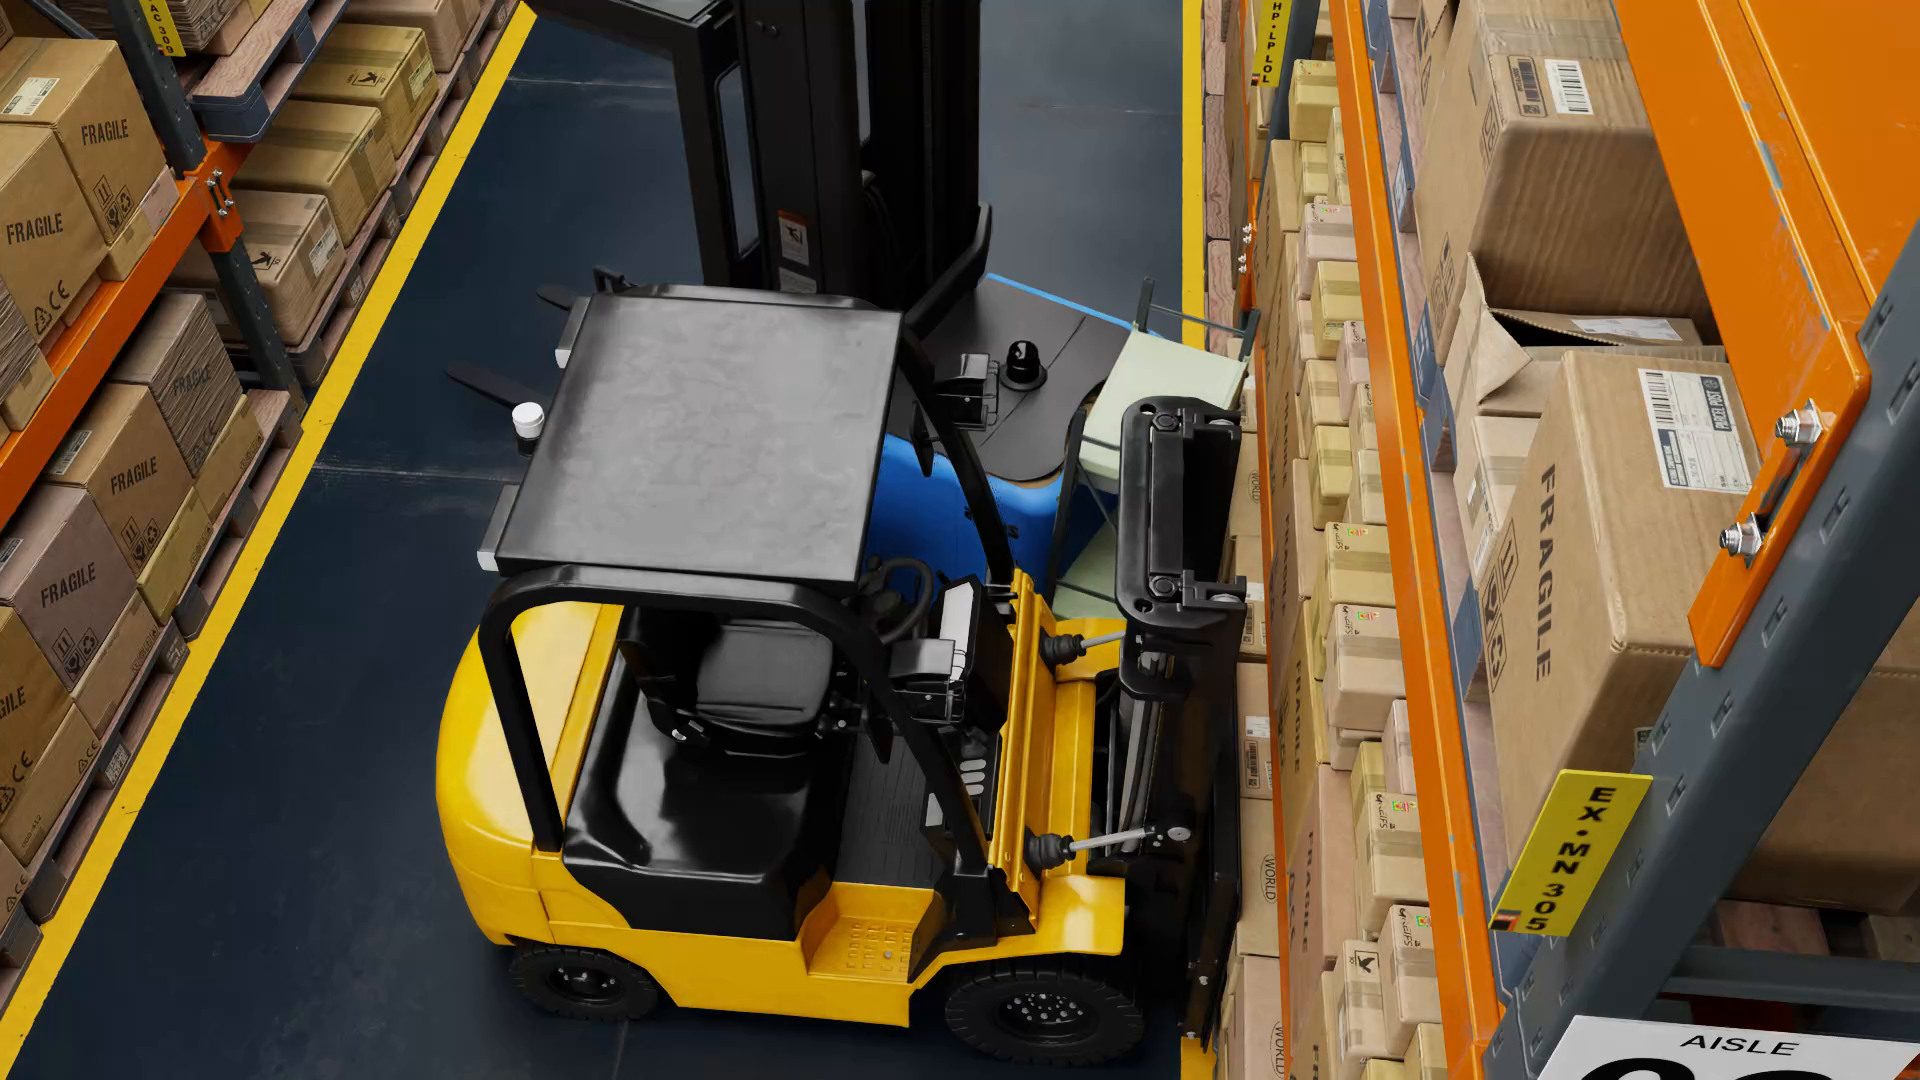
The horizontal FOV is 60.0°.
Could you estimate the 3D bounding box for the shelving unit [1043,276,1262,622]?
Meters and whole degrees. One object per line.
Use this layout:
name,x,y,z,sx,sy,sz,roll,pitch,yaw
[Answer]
shelving unit,0.604,-0.044,5.743,0.431,1.500,0.755,18,46,11

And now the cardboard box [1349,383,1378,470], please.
cardboard box,1.209,-0.258,4.270,0.380,0.149,0.250,4,48,4

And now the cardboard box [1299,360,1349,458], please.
cardboard box,1.141,-0.353,4.559,0.380,0.149,0.250,2,48,2

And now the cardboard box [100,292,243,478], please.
cardboard box,-3.153,-0.601,6.363,0.500,0.500,0.500,3,48,3

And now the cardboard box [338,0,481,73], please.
cardboard box,-3.122,-2.824,8.822,0.950,0.372,0.625,3,48,3

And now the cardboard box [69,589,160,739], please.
cardboard box,-3.242,0.417,5.940,0.500,0.250,0.500,5,48,4

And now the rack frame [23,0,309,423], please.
rack frame,-3.366,-1.587,6.194,1.000,3.000,0.127,4,48,4

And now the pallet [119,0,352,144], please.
pallet,-3.152,-2.074,6.770,1.003,0.211,1.213,4,48,4

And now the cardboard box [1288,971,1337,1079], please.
cardboard box,0.996,1.271,3.513,0.500,0.500,0.500,3,48,3

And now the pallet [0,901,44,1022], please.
pallet,-3.615,1.643,5.130,1.003,0.211,1.213,4,48,4

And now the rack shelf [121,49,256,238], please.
rack shelf,-3.184,-2.814,7.804,1.077,0.370,4.000,4,48,4

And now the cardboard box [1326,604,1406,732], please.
cardboard box,1.034,0.299,3.761,0.380,0.149,0.250,5,48,4

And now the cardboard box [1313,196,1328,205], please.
cardboard box,1.268,-0.908,5.066,0.380,0.149,0.250,4,48,3

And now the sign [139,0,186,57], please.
sign,-2.825,-1.848,5.847,0.100,0.325,0.005,4,48,4

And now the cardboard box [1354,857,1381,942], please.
cardboard box,1.043,0.781,3.521,0.380,0.149,0.250,5,48,4

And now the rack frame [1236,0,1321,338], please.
rack frame,1.577,-1.256,5.892,1.000,3.000,0.127,4,48,4

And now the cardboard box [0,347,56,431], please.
cardboard box,-3.181,-0.498,5.369,0.380,0.149,0.250,3,48,3

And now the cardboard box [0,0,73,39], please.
cardboard box,-3.553,-2.217,6.217,0.500,0.500,0.500,3,48,3

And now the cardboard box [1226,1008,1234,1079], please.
cardboard box,1.002,1.555,4.561,0.500,0.250,0.500,3,48,3

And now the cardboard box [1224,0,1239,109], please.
cardboard box,1.819,-2.597,8.443,0.875,0.625,0.625,5,48,5

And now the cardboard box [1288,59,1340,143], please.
cardboard box,1.253,-1.394,5.310,0.380,0.149,0.250,5,48,4

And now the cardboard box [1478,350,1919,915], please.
cardboard box,1.010,0.120,2.180,0.500,0.500,0.500,5,48,5

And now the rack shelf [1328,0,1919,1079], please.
rack shelf,1.395,-0.622,3.634,0.919,0.124,3.809,4,48,4

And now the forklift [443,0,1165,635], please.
forklift,-0.749,-1.228,5.913,3.031,2.935,1.130,23,52,20

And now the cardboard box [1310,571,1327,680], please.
cardboard box,1.058,0.213,4.041,0.380,0.149,0.250,4,48,4

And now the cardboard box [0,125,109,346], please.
cardboard box,-3.199,-0.999,5.387,0.500,0.500,0.500,5,48,5

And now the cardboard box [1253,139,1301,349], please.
cardboard box,1.277,-0.981,5.573,0.500,0.500,0.500,3,48,2

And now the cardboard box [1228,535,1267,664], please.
cardboard box,1.130,0.269,5.398,0.500,0.250,0.500,5,48,5

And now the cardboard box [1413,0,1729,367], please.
cardboard box,1.203,-0.625,2.862,0.700,0.500,0.500,4,48,4

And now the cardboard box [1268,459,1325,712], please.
cardboard box,1.134,0.143,4.544,0.500,0.500,0.500,4,48,4

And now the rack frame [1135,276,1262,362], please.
rack frame,0.736,-0.279,5.991,0.400,1.500,0.023,18,46,11

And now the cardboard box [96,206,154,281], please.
cardboard box,-3.108,-1.061,5.884,0.380,0.149,0.250,5,48,4

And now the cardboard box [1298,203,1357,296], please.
cardboard box,1.179,-0.826,4.790,0.380,0.149,0.250,5,48,4

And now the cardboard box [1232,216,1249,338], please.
cardboard box,1.613,-0.980,6.964,0.875,0.625,0.625,6,48,5

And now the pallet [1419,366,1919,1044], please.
pallet,1.303,0.183,2.603,1.003,0.211,1.213,4,48,4

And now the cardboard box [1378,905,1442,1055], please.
cardboard box,1.027,0.870,3.239,0.380,0.149,0.250,4,48,4

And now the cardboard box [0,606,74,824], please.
cardboard box,-3.283,0.542,5.318,0.500,0.500,0.500,5,48,4

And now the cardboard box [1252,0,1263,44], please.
cardboard box,1.407,-2.130,6.454,0.500,0.250,0.500,3,48,3

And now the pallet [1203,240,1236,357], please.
pallet,1.605,-0.859,7.418,1.003,0.211,1.213,4,48,4

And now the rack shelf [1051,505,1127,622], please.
rack shelf,0.578,0.185,5.974,0.431,0.370,0.720,18,46,11

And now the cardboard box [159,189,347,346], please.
cardboard box,-3.321,-1.227,7.362,0.950,0.372,0.625,4,48,4

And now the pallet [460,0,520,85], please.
pallet,-3.074,-3.011,9.387,1.003,0.211,1.213,4,48,4

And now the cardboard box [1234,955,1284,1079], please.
cardboard box,0.985,1.398,4.366,0.500,0.250,0.500,5,48,4

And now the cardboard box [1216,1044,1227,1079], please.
cardboard box,0.995,1.739,4.732,0.500,0.250,0.500,4,48,4
